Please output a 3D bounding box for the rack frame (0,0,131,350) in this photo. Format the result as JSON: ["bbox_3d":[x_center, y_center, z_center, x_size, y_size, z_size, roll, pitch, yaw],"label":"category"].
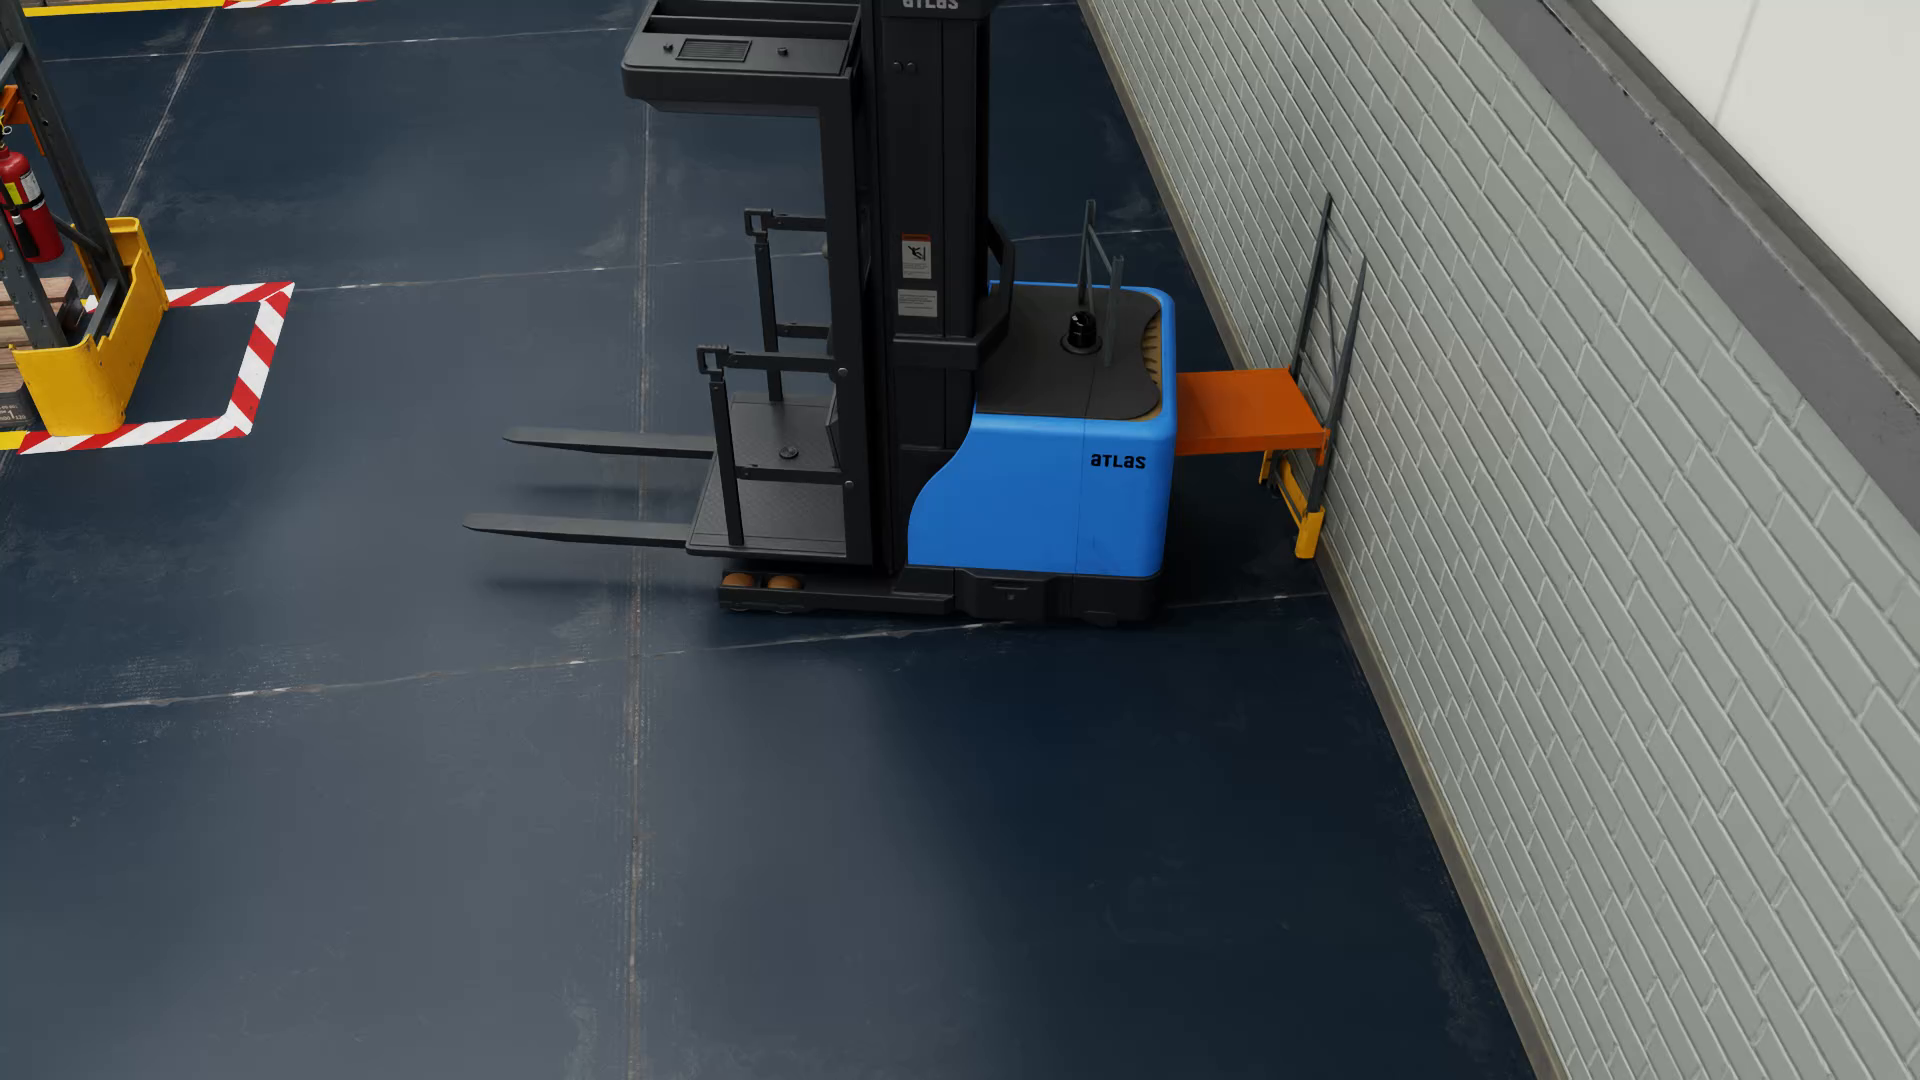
[{"bbox_3d":[-4.333,-1.996,7.439,0.127,3.000,1.000,-5,42,-6],"label":"rack frame"}]

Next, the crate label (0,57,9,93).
[{"bbox_3d":[-4.620,-2.154,7.693,0.303,0.233,0.416,-5,42,-6],"label":"crate label"}]

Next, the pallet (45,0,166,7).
[{"bbox_3d":[-5.837,-4.174,11.936,1.213,0.211,1.003,-5,42,-6],"label":"pallet"}]

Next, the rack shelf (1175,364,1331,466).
[{"bbox_3d":[1.015,-0.515,7.138,1.000,0.185,0.538,-4,39,-10],"label":"rack shelf"}]

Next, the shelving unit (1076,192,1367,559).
[{"bbox_3d":[1.034,-0.656,7.028,1.083,1.500,0.587,-4,39,-10],"label":"shelving unit"}]

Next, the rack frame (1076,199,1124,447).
[{"bbox_3d":[0.524,-0.623,6.943,0.032,1.500,0.500,-4,39,-10],"label":"rack frame"}]

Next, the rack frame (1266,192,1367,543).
[{"bbox_3d":[1.525,-0.688,7.111,0.032,1.500,0.500,-4,39,-10],"label":"rack frame"}]

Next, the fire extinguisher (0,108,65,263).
[{"bbox_3d":[-4.124,-1.540,7.270,0.183,0.674,0.296,-5,42,-6],"label":"fire extinguisher"}]

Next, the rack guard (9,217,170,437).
[{"bbox_3d":[-4.311,-1.079,8.288,0.348,0.500,1.175,-5,42,-6],"label":"rack guard"}]

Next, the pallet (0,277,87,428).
[{"bbox_3d":[-5.156,-0.915,8.322,1.213,0.211,1.003,-5,42,-6],"label":"pallet"}]

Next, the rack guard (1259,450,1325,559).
[{"bbox_3d":[1.490,-0.198,7.497,0.087,0.250,0.587,-4,39,-10],"label":"rack guard"}]

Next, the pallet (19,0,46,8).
[{"bbox_3d":[-7.044,-4.071,11.821,1.213,0.211,1.003,-5,42,-6],"label":"pallet"}]

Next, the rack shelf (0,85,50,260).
[{"bbox_3d":[-6.316,-1.556,7.487,4.000,0.370,1.077,-5,42,-6],"label":"rack shelf"}]

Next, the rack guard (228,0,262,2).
[{"bbox_3d":[-5.047,-4.352,11.916,0.348,0.500,1.175,-5,42,-6],"label":"rack guard"}]

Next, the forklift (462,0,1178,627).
[{"bbox_3d":[-0.623,-1.124,6.523,3.031,2.935,1.130,3,42,4],"label":"forklift"}]
